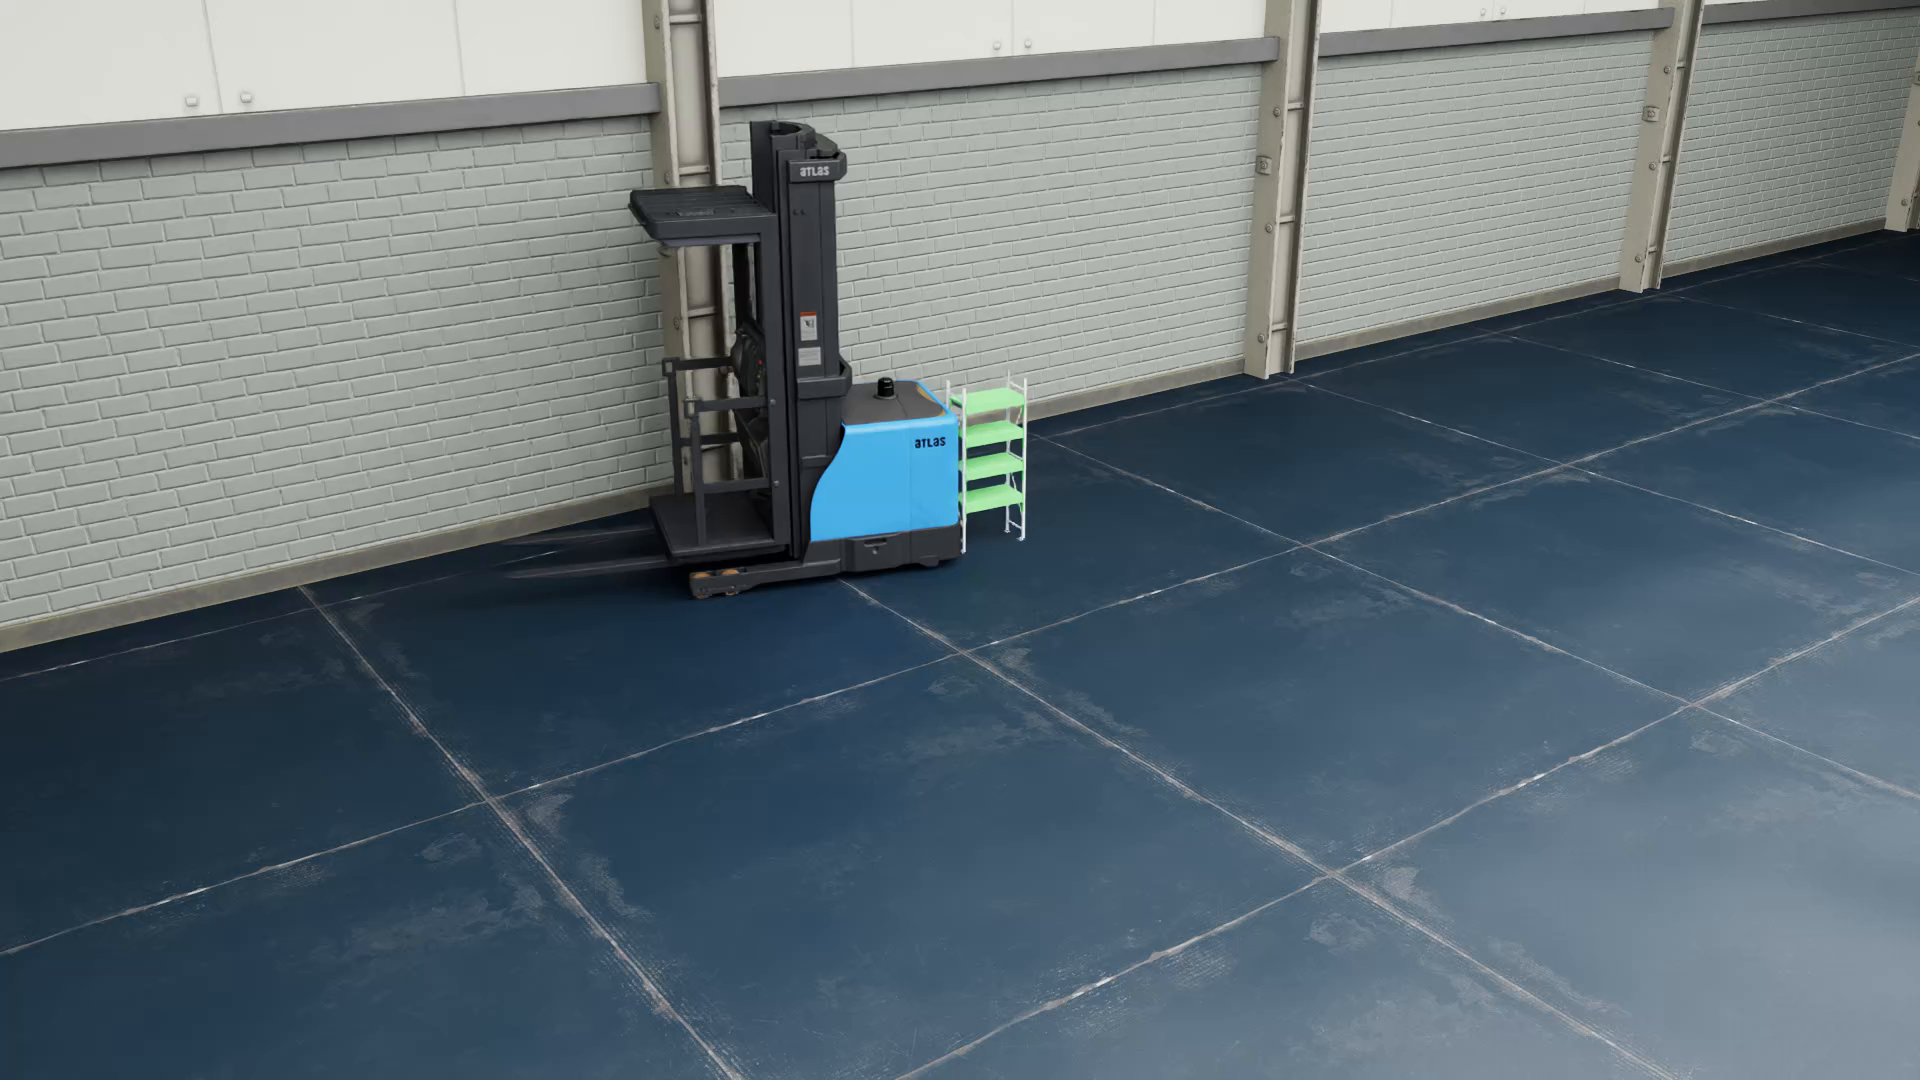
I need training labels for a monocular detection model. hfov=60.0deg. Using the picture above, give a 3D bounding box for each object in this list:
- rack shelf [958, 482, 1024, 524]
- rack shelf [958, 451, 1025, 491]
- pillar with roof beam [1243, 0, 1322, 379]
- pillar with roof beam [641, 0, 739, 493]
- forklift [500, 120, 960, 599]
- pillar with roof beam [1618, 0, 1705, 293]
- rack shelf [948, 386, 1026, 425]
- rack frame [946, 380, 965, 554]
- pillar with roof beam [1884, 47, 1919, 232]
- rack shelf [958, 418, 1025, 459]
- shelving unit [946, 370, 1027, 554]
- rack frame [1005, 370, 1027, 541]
[{"bbox_3d":[0.184,-0.264,11.760,0.480,0.148,0.258,-12,25,-27],"label":"rack shelf"},{"bbox_3d":[0.184,-0.487,11.671,0.480,0.148,0.258,-12,25,-27],"label":"rack shelf"},{"bbox_3d":[5.461,-4.490,11.007,0.400,9.000,9.100,-15,26,-33],"label":"pillar with roof beam"},{"bbox_3d":[0.590,-3.191,7.752,0.400,9.000,9.100,-15,26,-33],"label":"pillar with roof beam"},{"bbox_3d":[-1.573,-1.195,10.935,3.031,2.935,1.130,-7,23,-16],"label":"forklift"},{"bbox_3d":[10.331,-5.789,14.261,0.400,9.000,9.100,-15,26,-33],"label":"pillar with roof beam"},{"bbox_3d":[0.184,-0.933,11.493,0.480,0.148,0.258,-12,25,-27],"label":"rack shelf"},{"bbox_3d":[-0.028,-0.502,11.535,0.015,1.200,0.240,-12,25,-27],"label":"rack frame"},{"bbox_3d":[15.202,-7.088,17.516,0.400,9.000,9.100,-15,26,-33],"label":"pillar with roof beam"},{"bbox_3d":[0.184,-0.710,11.582,0.480,0.148,0.258,-12,25,-27],"label":"rack shelf"},{"bbox_3d":[0.184,-0.547,11.647,0.503,1.200,0.258,-12,25,-27],"label":"shelving unit"},{"bbox_3d":[0.396,-0.591,11.759,0.015,1.200,0.240,-12,25,-27],"label":"rack frame"}]
